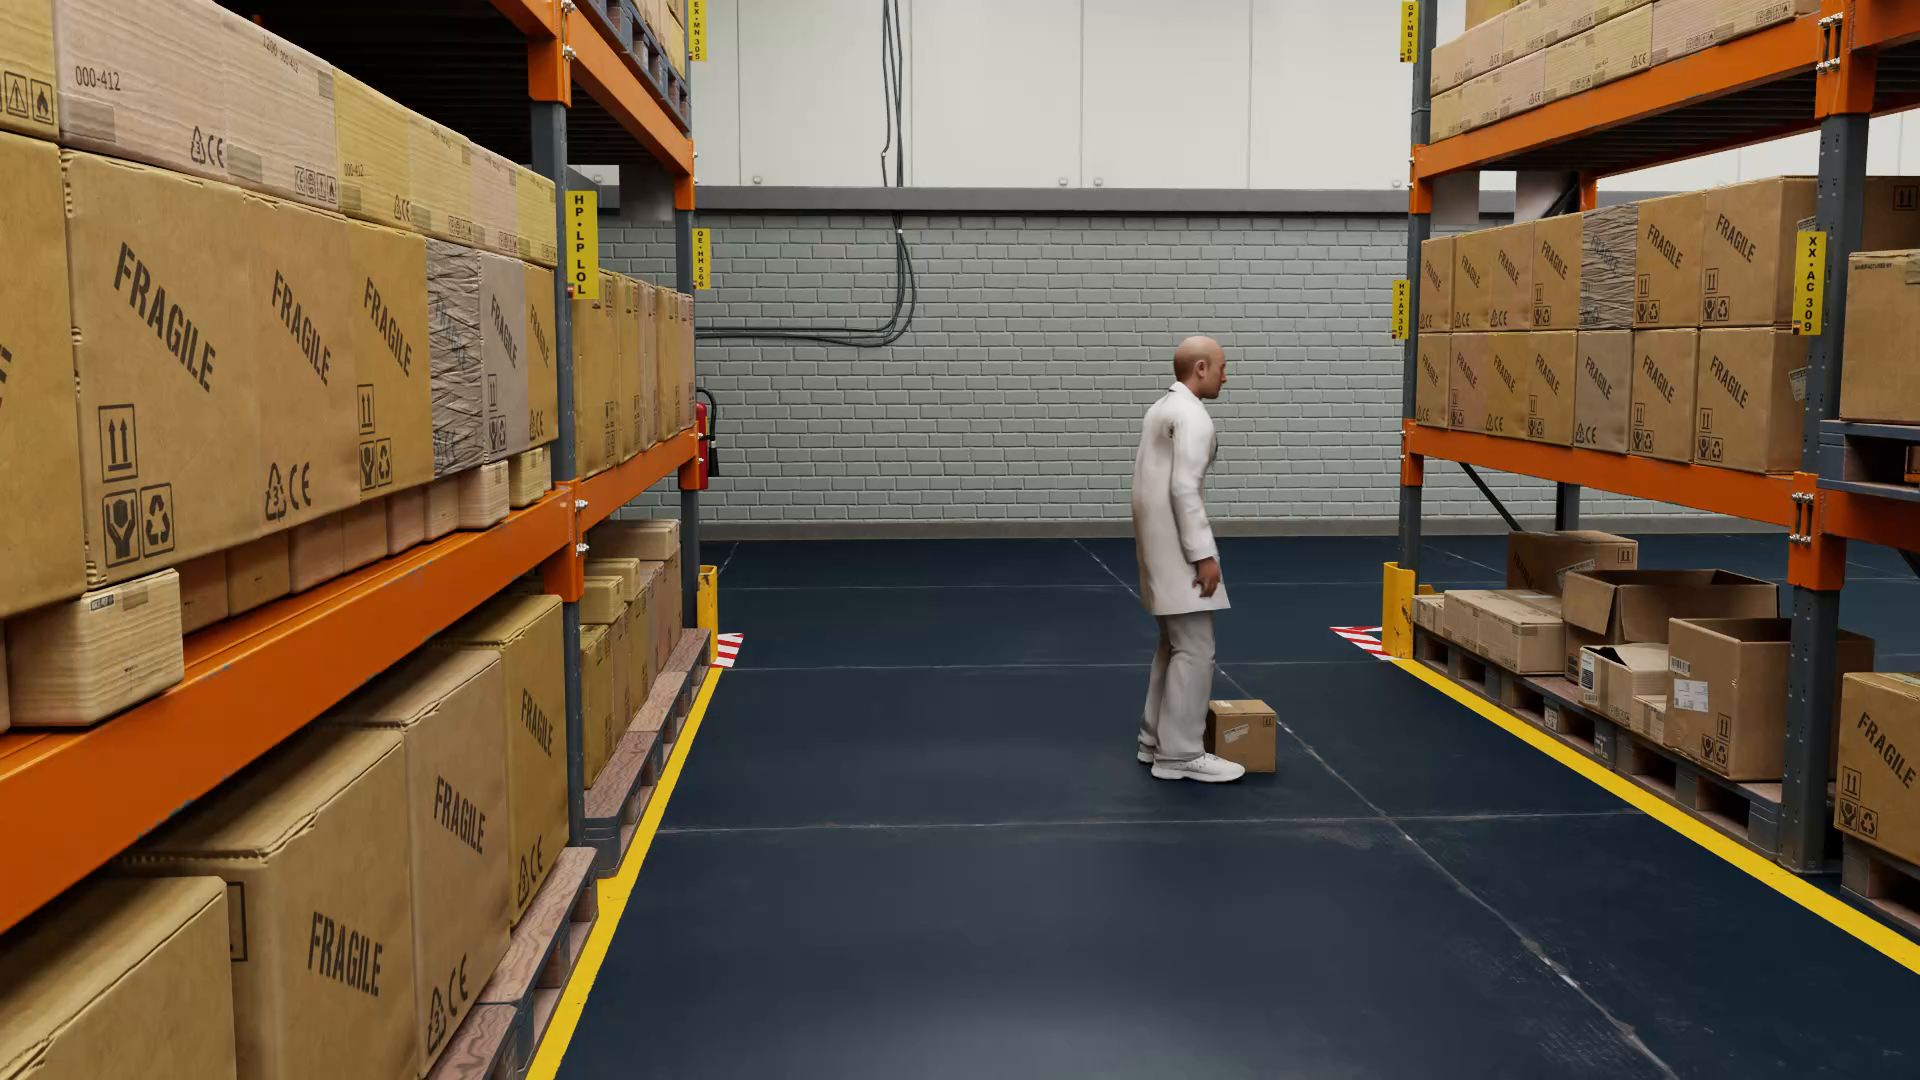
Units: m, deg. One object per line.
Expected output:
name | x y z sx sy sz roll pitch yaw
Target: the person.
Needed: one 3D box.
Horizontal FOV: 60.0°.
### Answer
person | 0.914 0.060 6.795 0.417 1.774 0.650 -1 7 -5
